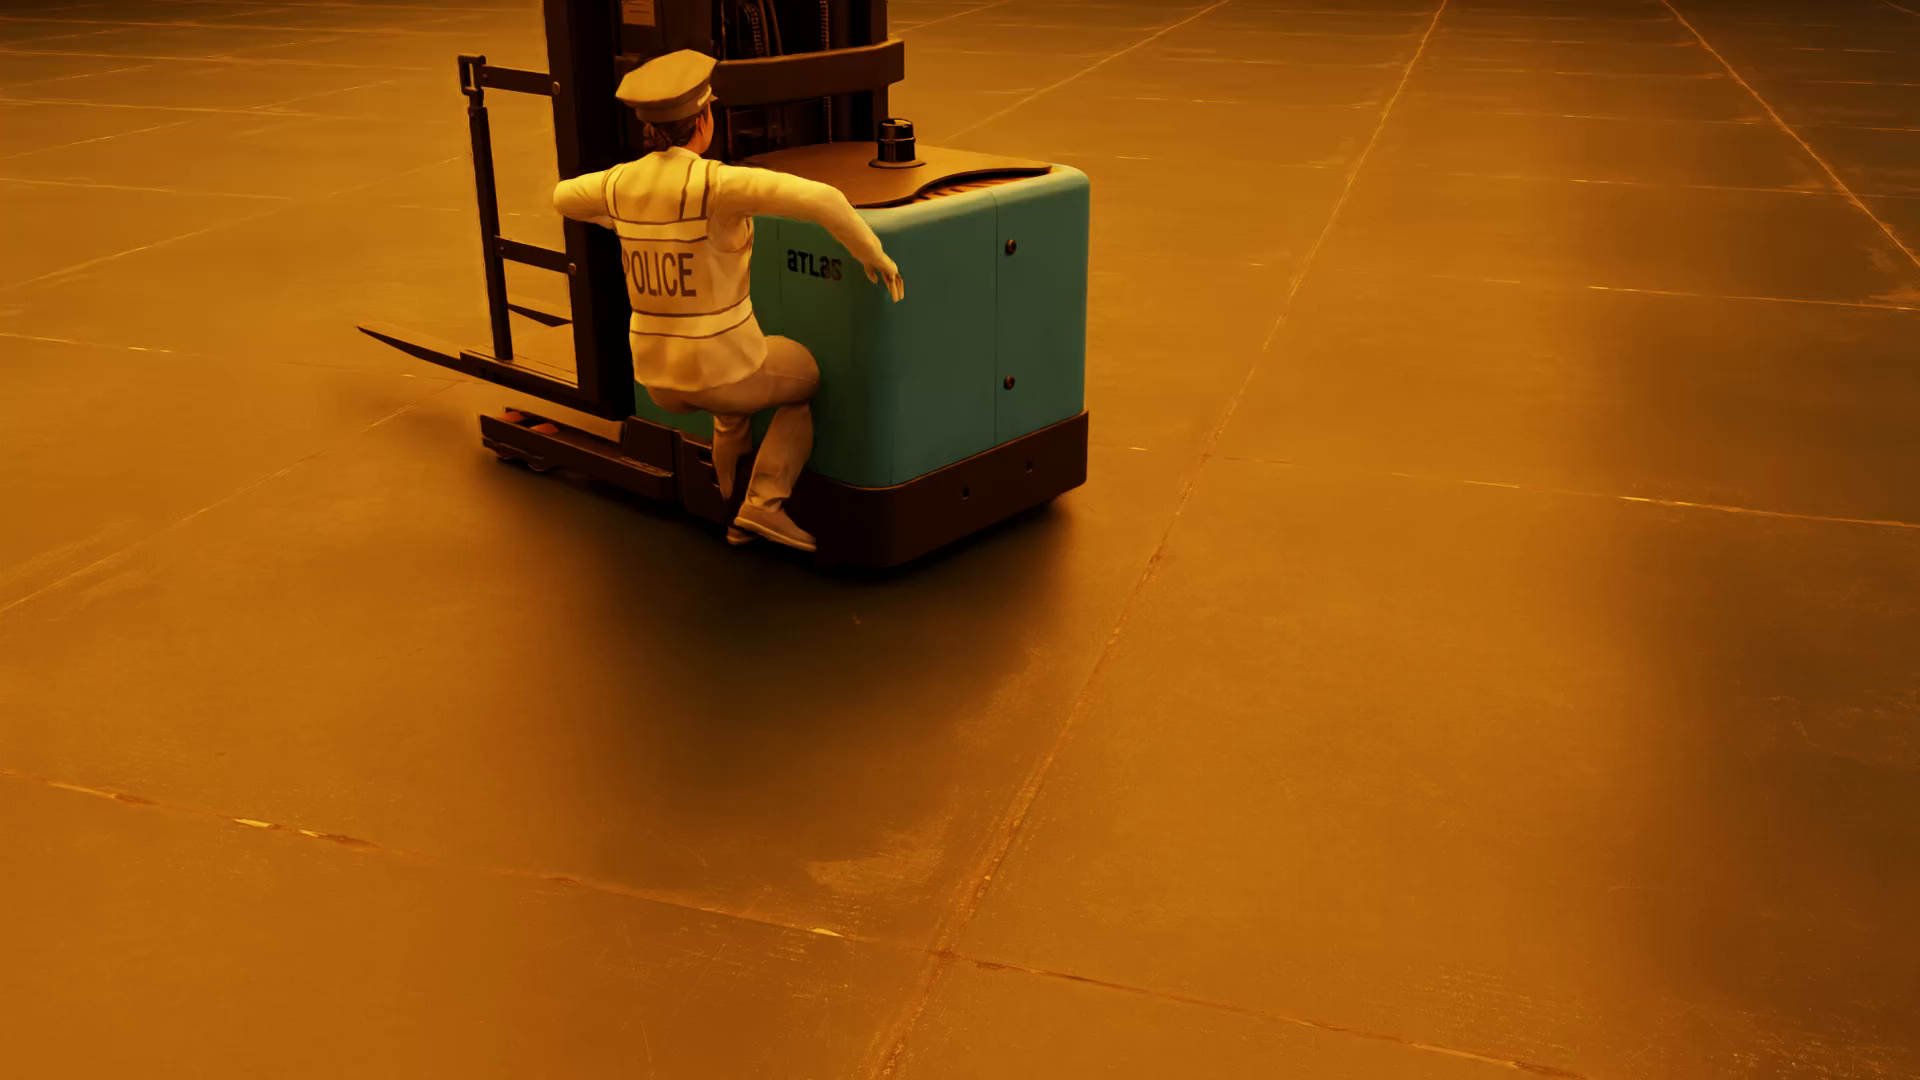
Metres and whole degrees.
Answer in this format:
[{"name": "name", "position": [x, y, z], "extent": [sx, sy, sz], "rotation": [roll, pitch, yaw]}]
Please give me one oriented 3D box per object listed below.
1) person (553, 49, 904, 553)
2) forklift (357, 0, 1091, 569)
[{"name": "person", "position": [-0.607, -0.611, 4.637], "extent": [1.028, 1.488, 0.772], "rotation": [11, 25, 25]}, {"name": "forklift", "position": [-1.033, -1.720, 5.446], "extent": [3.031, 2.935, 1.130], "rotation": [18, 29, 37]}]
